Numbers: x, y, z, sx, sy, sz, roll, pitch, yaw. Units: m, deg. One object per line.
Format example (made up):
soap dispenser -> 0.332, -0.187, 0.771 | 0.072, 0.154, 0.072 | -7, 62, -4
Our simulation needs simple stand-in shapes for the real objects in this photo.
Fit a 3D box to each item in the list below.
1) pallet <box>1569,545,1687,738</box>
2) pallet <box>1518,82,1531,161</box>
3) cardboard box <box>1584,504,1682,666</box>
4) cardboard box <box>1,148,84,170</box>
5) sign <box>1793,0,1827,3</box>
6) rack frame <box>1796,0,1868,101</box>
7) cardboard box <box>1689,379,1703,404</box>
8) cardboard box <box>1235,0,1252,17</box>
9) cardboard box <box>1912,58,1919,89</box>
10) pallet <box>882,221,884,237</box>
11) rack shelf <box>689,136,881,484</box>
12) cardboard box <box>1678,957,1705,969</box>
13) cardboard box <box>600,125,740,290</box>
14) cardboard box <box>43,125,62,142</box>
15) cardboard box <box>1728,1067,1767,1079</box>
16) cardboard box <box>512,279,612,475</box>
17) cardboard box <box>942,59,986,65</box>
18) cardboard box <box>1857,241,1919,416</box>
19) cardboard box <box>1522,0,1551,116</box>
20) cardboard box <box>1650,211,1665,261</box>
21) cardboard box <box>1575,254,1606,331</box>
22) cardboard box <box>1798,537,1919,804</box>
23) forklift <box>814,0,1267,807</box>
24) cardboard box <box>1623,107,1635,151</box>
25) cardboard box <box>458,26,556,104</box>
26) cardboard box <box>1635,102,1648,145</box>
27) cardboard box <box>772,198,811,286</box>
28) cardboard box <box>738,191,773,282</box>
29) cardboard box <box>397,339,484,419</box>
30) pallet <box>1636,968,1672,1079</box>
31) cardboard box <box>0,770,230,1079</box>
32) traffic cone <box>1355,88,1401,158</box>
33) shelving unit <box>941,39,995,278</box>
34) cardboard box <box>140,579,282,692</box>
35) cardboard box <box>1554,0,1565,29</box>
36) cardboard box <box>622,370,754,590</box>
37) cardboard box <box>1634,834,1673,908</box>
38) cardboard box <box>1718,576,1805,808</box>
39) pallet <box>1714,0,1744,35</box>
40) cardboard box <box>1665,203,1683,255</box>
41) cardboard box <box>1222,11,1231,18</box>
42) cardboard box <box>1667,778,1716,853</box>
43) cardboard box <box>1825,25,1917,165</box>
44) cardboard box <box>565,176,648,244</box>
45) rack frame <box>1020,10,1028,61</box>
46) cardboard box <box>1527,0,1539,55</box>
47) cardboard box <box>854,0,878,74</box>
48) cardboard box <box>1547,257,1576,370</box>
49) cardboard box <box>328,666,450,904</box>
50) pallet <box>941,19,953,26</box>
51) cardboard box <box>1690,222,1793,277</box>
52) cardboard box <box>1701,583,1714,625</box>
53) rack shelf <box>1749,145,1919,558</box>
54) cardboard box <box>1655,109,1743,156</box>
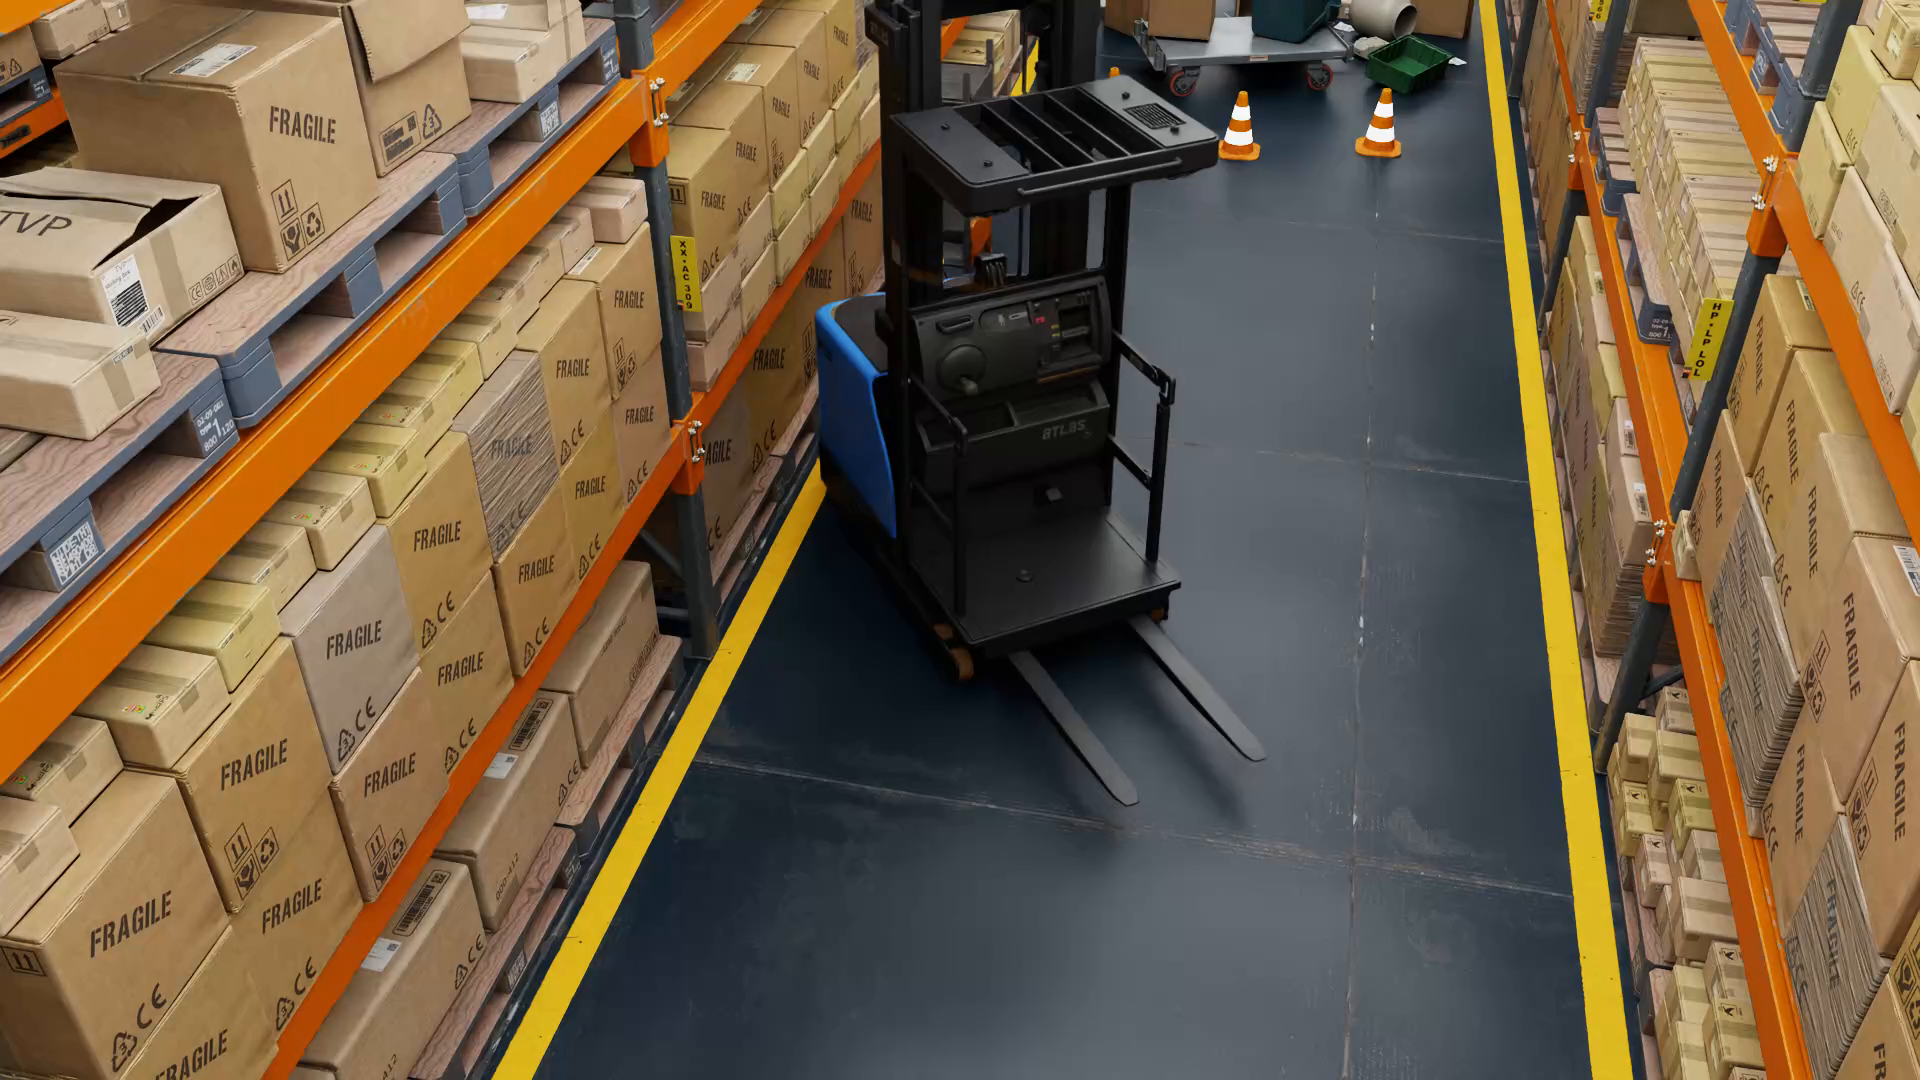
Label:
pallet -> 3.390, 0.502, 7.648 | 1.003, 0.211, 1.213 | 7, 37, 10
pallet -> 4.843, -3.186, 12.737 | 1.003, 0.211, 1.213 | 7, 37, 10
cardboard box -> 3.137, 0.205, 7.453 | 0.500, 0.500, 0.500 | 7, 36, 9
cardboard box -> -5.714, -2.311, 10.372 | 0.380, 0.149, 0.250 | 8, 37, 11
sign -> 2.682, -1.832, 5.159 | 0.100, 0.325, 0.005 | 7, 37, 10
rack frame -> 3.225, -2.610, 4.453 | 1.000, 3.000, 0.127 | 7, 37, 10
cardboard box -> 3.171, -0.651, 6.718 | 0.380, 0.149, 0.250 | 8, 37, 10
cardboard box -> 2.837, -4.806, 14.606 | 0.797, 0.637, 0.503 | 7, 37, 10
cardboard box -> 2.837, -1.259, 4.508 | 0.380, 0.149, 0.250 | 7, 37, 9
pallet -> -0.610, -2.355, 11.590 | 1.003, 0.211, 1.213 | 7, 37, 10
rack shelf -> -1.205, -1.599, 8.783 | 1.077, 0.370, 4.000 | 7, 37, 10
cardboard box -> 2.710, 1.460, 5.767 | 0.380, 0.149, 0.250 | 9, 37, 12
cardboard box -> -1.258, -1.405, 6.965 | 0.500, 0.500, 0.500 | 8, 37, 11
cardboard box -> -6.127, -2.668, 10.865 | 0.380, 0.149, 0.250 | 8, 37, 11
cardboard box -> 2.562, 1.780, 5.072 | 0.380, 0.149, 0.250 | 6, 36, 8
cardboard box -> -1.580, -0.594, 5.846 | 0.500, 0.500, 0.500 | 7, 36, 9
cardboard box -> -0.330, -3.323, 12.431 | 0.950, 0.372, 0.625 | 8, 37, 12
cardboard box -> 2.640, -0.518, 4.251 | 0.500, 0.250, 0.500 | 9, 37, 12
cardboard box -> 4.889, -3.659, 12.572 | 1.050, 0.750, 0.750 | 7, 37, 10
cardboard box -> 3.449, -1.402, 7.755 | 0.380, 0.149, 0.250 | 6, 36, 8
cardboard box -> 3.587, -1.280, 8.863 | 0.500, 0.250, 0.500 | 7, 37, 9
cardboard box -> 2.546, 0.360, 4.277 | 0.500, 0.500, 0.500 | 6, 36, 8
forklift -> 0.334, -0.827, 7.163 | 1.130, 2.935, 3.031 | -15, 39, -20
cardboard box -> 3.729, -2.157, 8.797 | 0.380, 0.149, 0.250 | 9, 37, 12
cardboard box -> -1.513, -1.509, 5.261 | 0.380, 0.149, 0.250 | 8, 37, 11
cardboard box -> 3.670, -2.102, 8.467 | 0.380, 0.149, 0.250 | 6, 36, 9
cardboard box -> -1.046, -1.491, 8.148 | 0.500, 0.250, 0.500 | 7, 37, 10
cardboard box -> -1.179, -1.404, 7.604 | 0.500, 0.250, 0.500 | 8, 37, 11
cardboard box -> -1.722, -0.510, 5.178 | 0.380, 0.149, 0.250 | 7, 36, 9
pallet -> 2.858, 2.039, 5.527 | 1.003, 0.211, 1.213 | 7, 37, 10
cardboard box -> -2.106, 0.865, 3.833 | 0.500, 0.500, 0.500 | 7, 36, 9
traffic cone -> 3.172, -3.161, 12.487 | 0.336, 0.463, 0.334 | 7, 37, 10
shelving unit -> -0.086, -1.583, 8.915 | 0.431, 2.100, 0.503 | 8, 37, 11
cardboard box -> -1.948, 0.226, 4.162 | 0.380, 0.149, 0.250 | 6, 36, 8
cardboard box -> 4.233, -3.673, 10.947 | 0.500, 0.500, 0.500 | 8, 37, 11
cardboard box -> -1.578, -0.419, 7.994 | 0.875, 0.875, 0.875 | 8, 37, 11
cardboard box -> 2.774, 1.273, 6.278 | 0.380, 0.149, 0.250 | 7, 37, 10
cardboard box -> 2.632, 0.479, 4.964 | 0.500, 0.500, 0.500 | 7, 36, 9
pallet -> 3.679, -2.255, 6.679 | 1.213, 0.211, 1.003 | 7, 37, 10
cardboard box -> 3.395, -1.379, 7.469 | 0.380, 0.149, 0.250 | 7, 37, 10
cardboard box -> 2.347, -4.421, 14.394 | 0.258, 0.266, 0.396 | -17, 39, -22
cardboard box -> 2.826, 1.036, 6.100 | 0.380, 0.149, 0.250 | 7, 36, 9
cardboard box -> 2.888, -1.291, 4.892 | 0.500, 0.250, 0.500 | 8, 37, 11
cardboard box -> -1.387, -1.235, 6.178 | 0.380, 0.149, 0.250 | 7, 36, 9
rack frame -> 0.076, -5.330, 13.318 | 1.000, 3.000, 0.127 | 7, 37, 10
cardboard box -> 5.136, -4.429, 13.528 | 0.875, 0.875, 0.875 | 8, 37, 11
cardboard box -> -0.734, -2.858, 8.970 | 0.500, 0.500, 0.500 | 8, 37, 11
cardboard box -> 3.679, -1.258, 9.473 | 0.500, 0.500, 0.500 | 6, 36, 8
cardboard box -> -1.897, 0.687, 4.931 | 0.500, 0.500, 0.500 | 7, 37, 10
pallet -> -0.730, -3.381, 10.792 | 1.213, 0.211, 1.003 | 7, 37, 10
cardboard box -> 3.290, -1.197, 6.965 | 0.380, 0.149, 0.250 | 7, 37, 10
cardboard box -> 2.862, 0.200, 5.903 | 0.380, 0.149, 0.250 | 8, 37, 11
rack shelf -> 2.798, 0.042, 3.963 | 1.077, 0.370, 4.000 | 7, 37, 10
cardboard box -> 3.567, -1.941, 7.992 | 0.380, 0.149, 0.250 | 9, 37, 12
